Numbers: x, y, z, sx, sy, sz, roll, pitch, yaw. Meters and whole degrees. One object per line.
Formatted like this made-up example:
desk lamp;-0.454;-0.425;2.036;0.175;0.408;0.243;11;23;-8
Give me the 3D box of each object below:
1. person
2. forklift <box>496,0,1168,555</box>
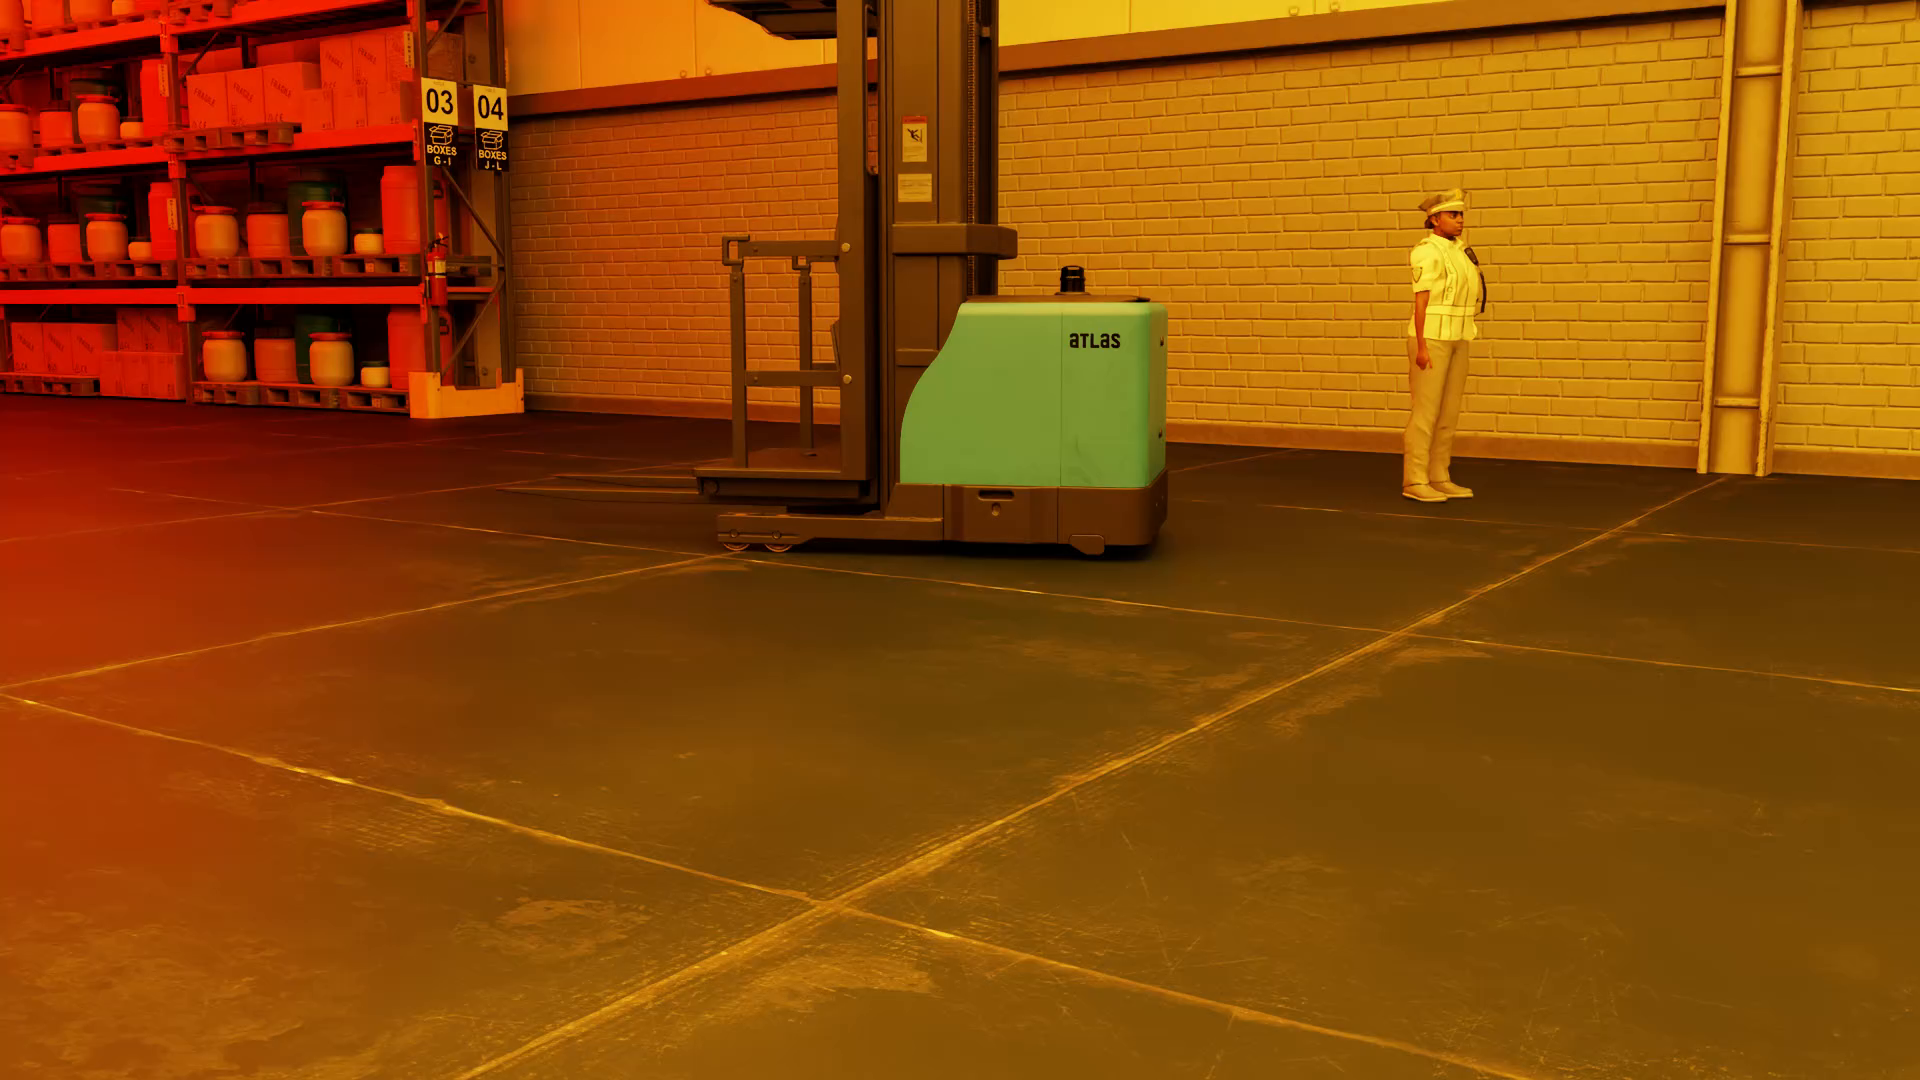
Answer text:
person;2.644;-1.067;9.122;0.446;1.692;0.339;-7;11;-41
forklift;-0.596;-1.469;7.520;3.031;2.935;1.130;2;8;12
